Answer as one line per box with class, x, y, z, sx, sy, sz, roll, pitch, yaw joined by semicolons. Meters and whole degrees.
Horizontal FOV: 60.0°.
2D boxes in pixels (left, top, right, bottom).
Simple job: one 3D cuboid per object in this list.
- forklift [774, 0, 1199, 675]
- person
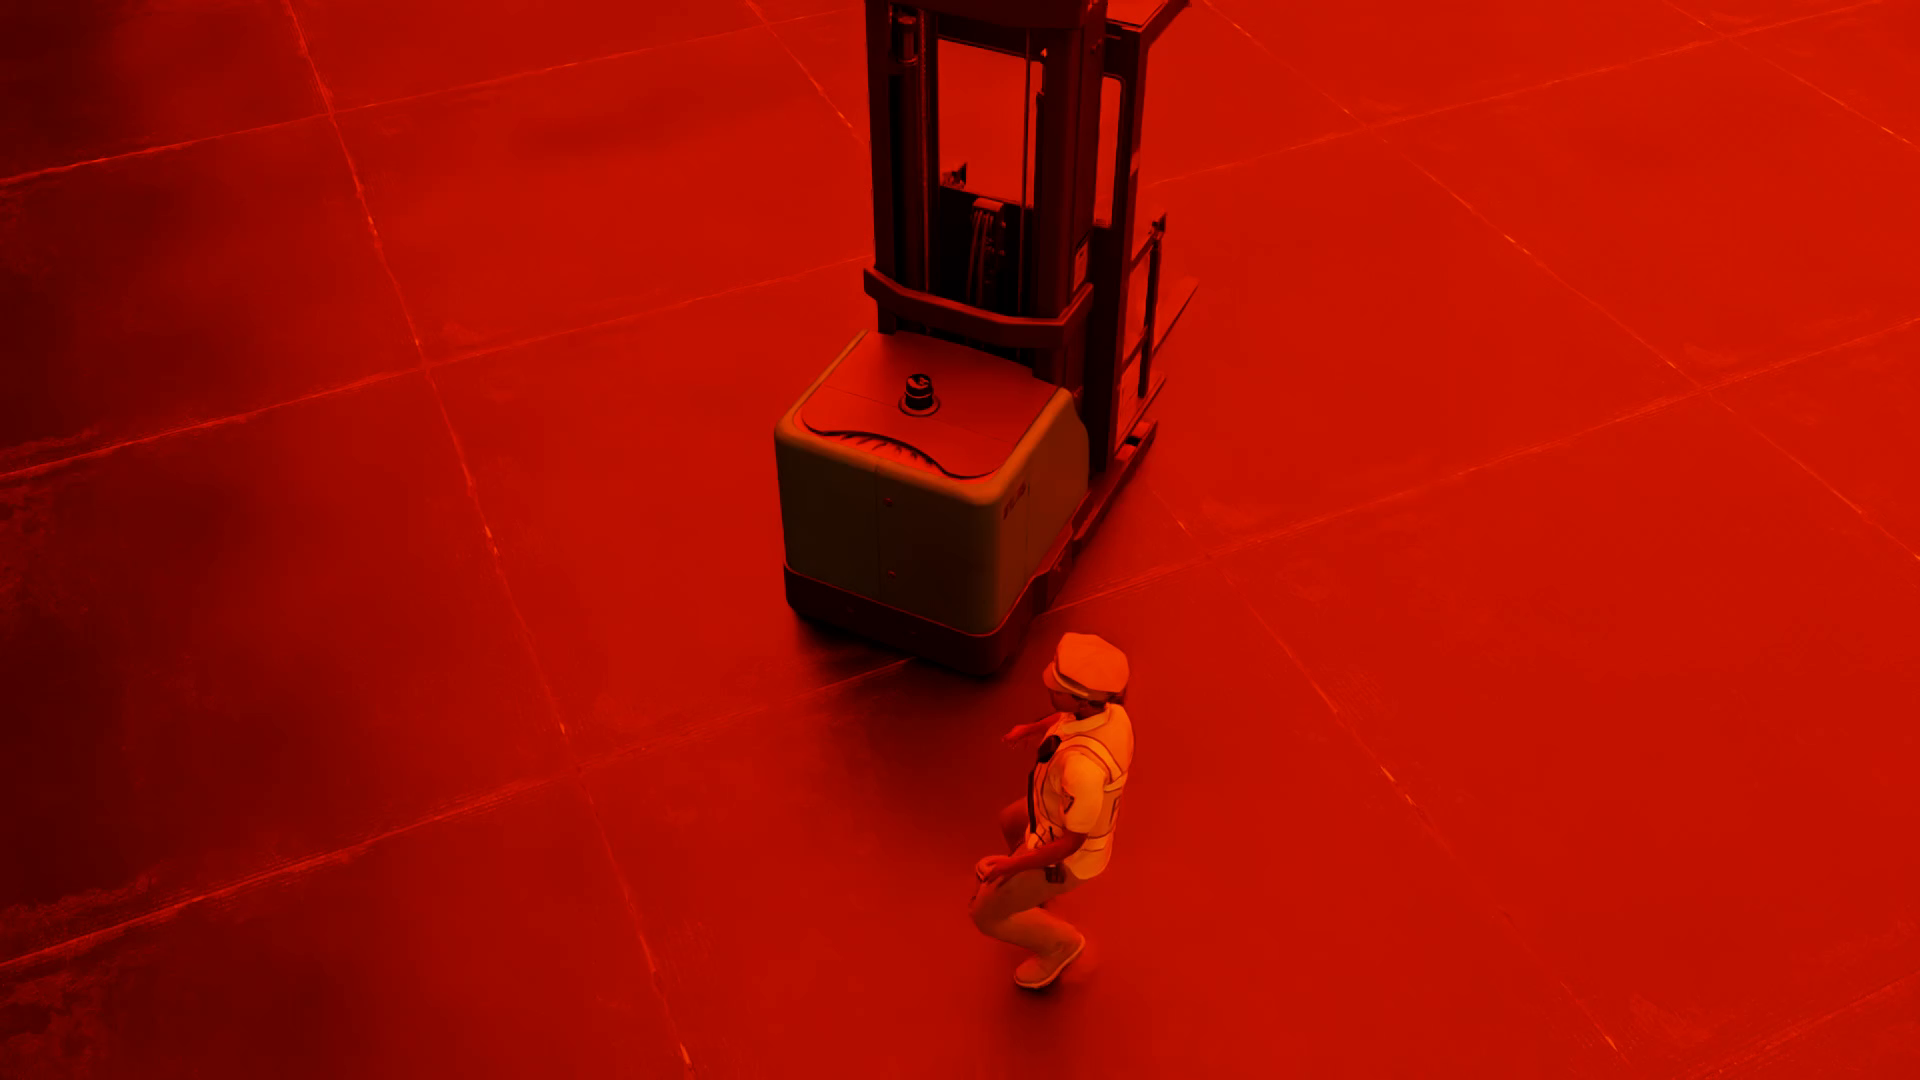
forklift;0.326;-1.501;7.289;1.130;2.935;3.031;19;46;19
person;0.287;0.905;5.693;0.573;1.582;0.700;9;44;10
